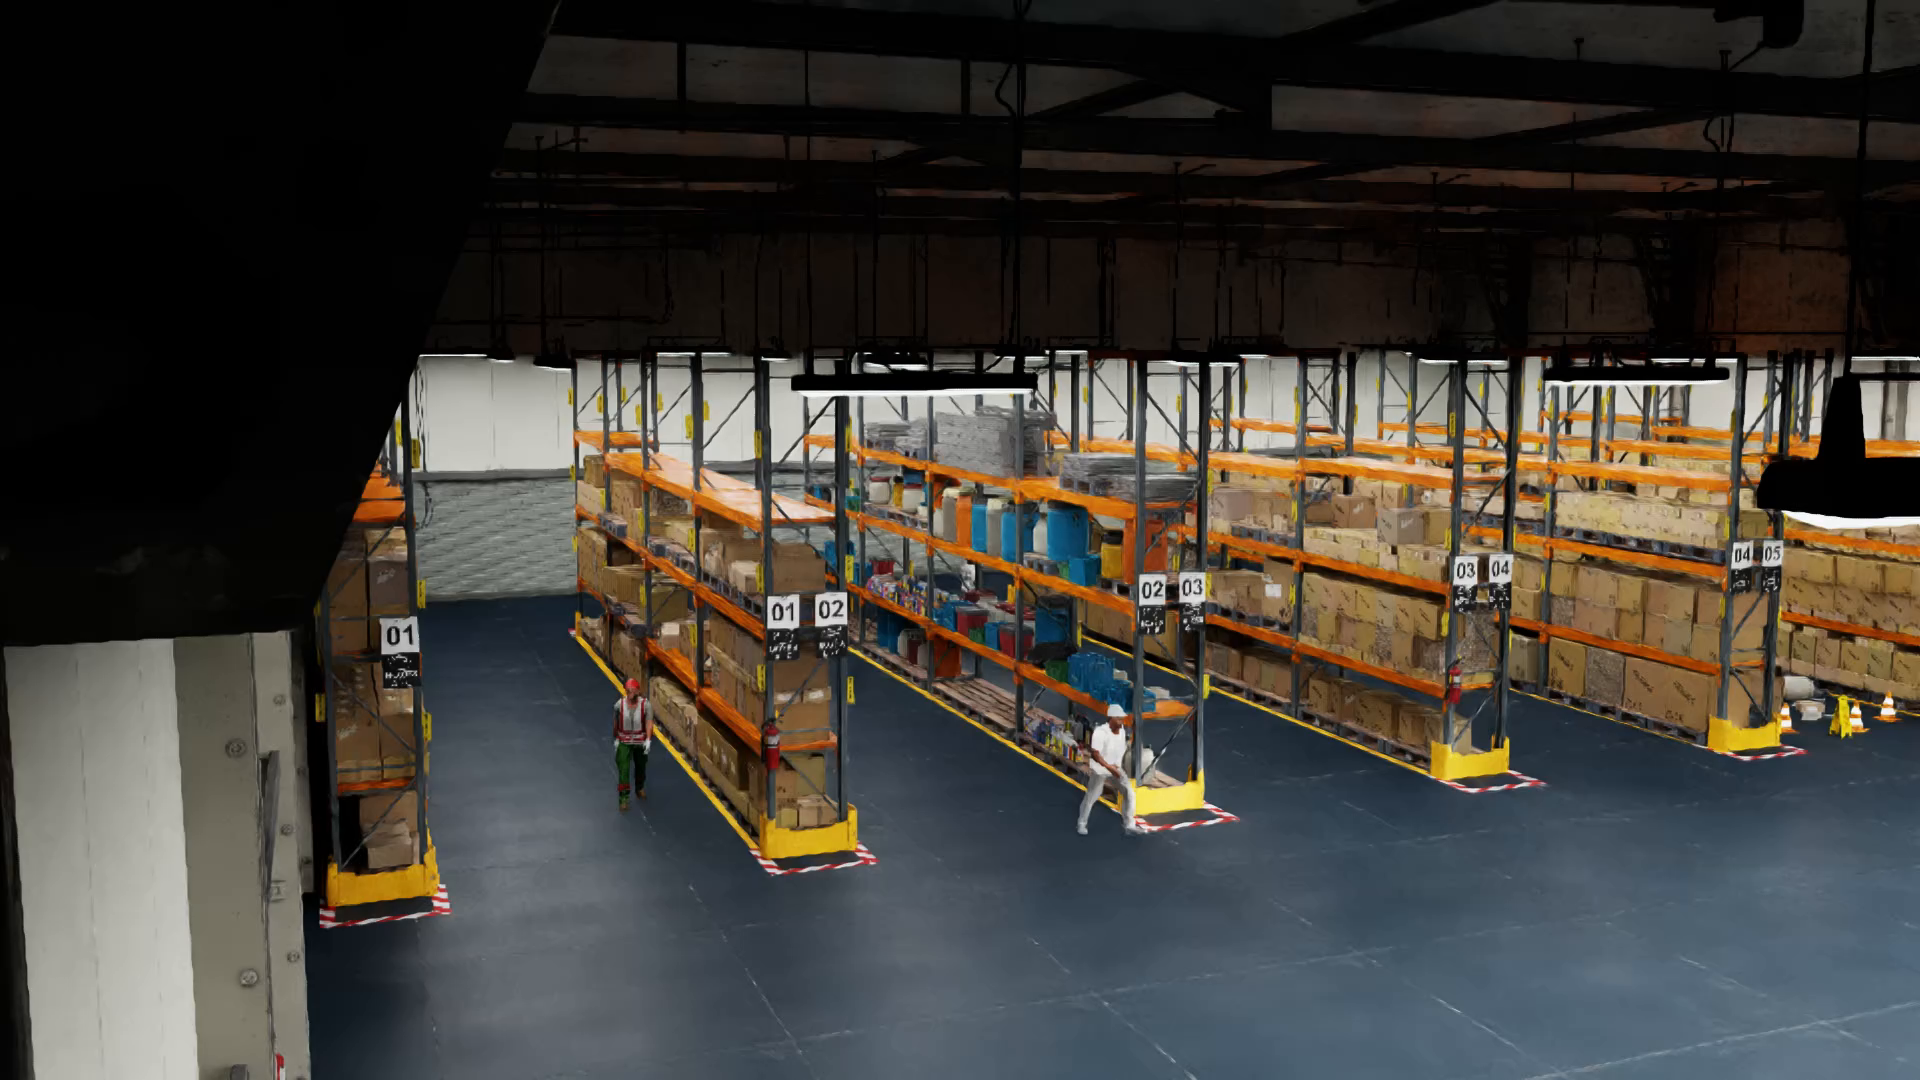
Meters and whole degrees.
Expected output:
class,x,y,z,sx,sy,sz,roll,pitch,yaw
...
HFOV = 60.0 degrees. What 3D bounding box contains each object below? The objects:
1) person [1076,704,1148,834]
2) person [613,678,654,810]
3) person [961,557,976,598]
class,x,y,z,sx,sy,sz,roll,pitch,yaw
person,1.862,2.881,20.953,0.713,1.698,0.809,-6,9,-39
person,-4.369,2.699,22.279,0.533,1.728,1.036,-2,7,-12
person,0.211,1.104,35.261,0.373,1.679,0.588,-5,9,-37
